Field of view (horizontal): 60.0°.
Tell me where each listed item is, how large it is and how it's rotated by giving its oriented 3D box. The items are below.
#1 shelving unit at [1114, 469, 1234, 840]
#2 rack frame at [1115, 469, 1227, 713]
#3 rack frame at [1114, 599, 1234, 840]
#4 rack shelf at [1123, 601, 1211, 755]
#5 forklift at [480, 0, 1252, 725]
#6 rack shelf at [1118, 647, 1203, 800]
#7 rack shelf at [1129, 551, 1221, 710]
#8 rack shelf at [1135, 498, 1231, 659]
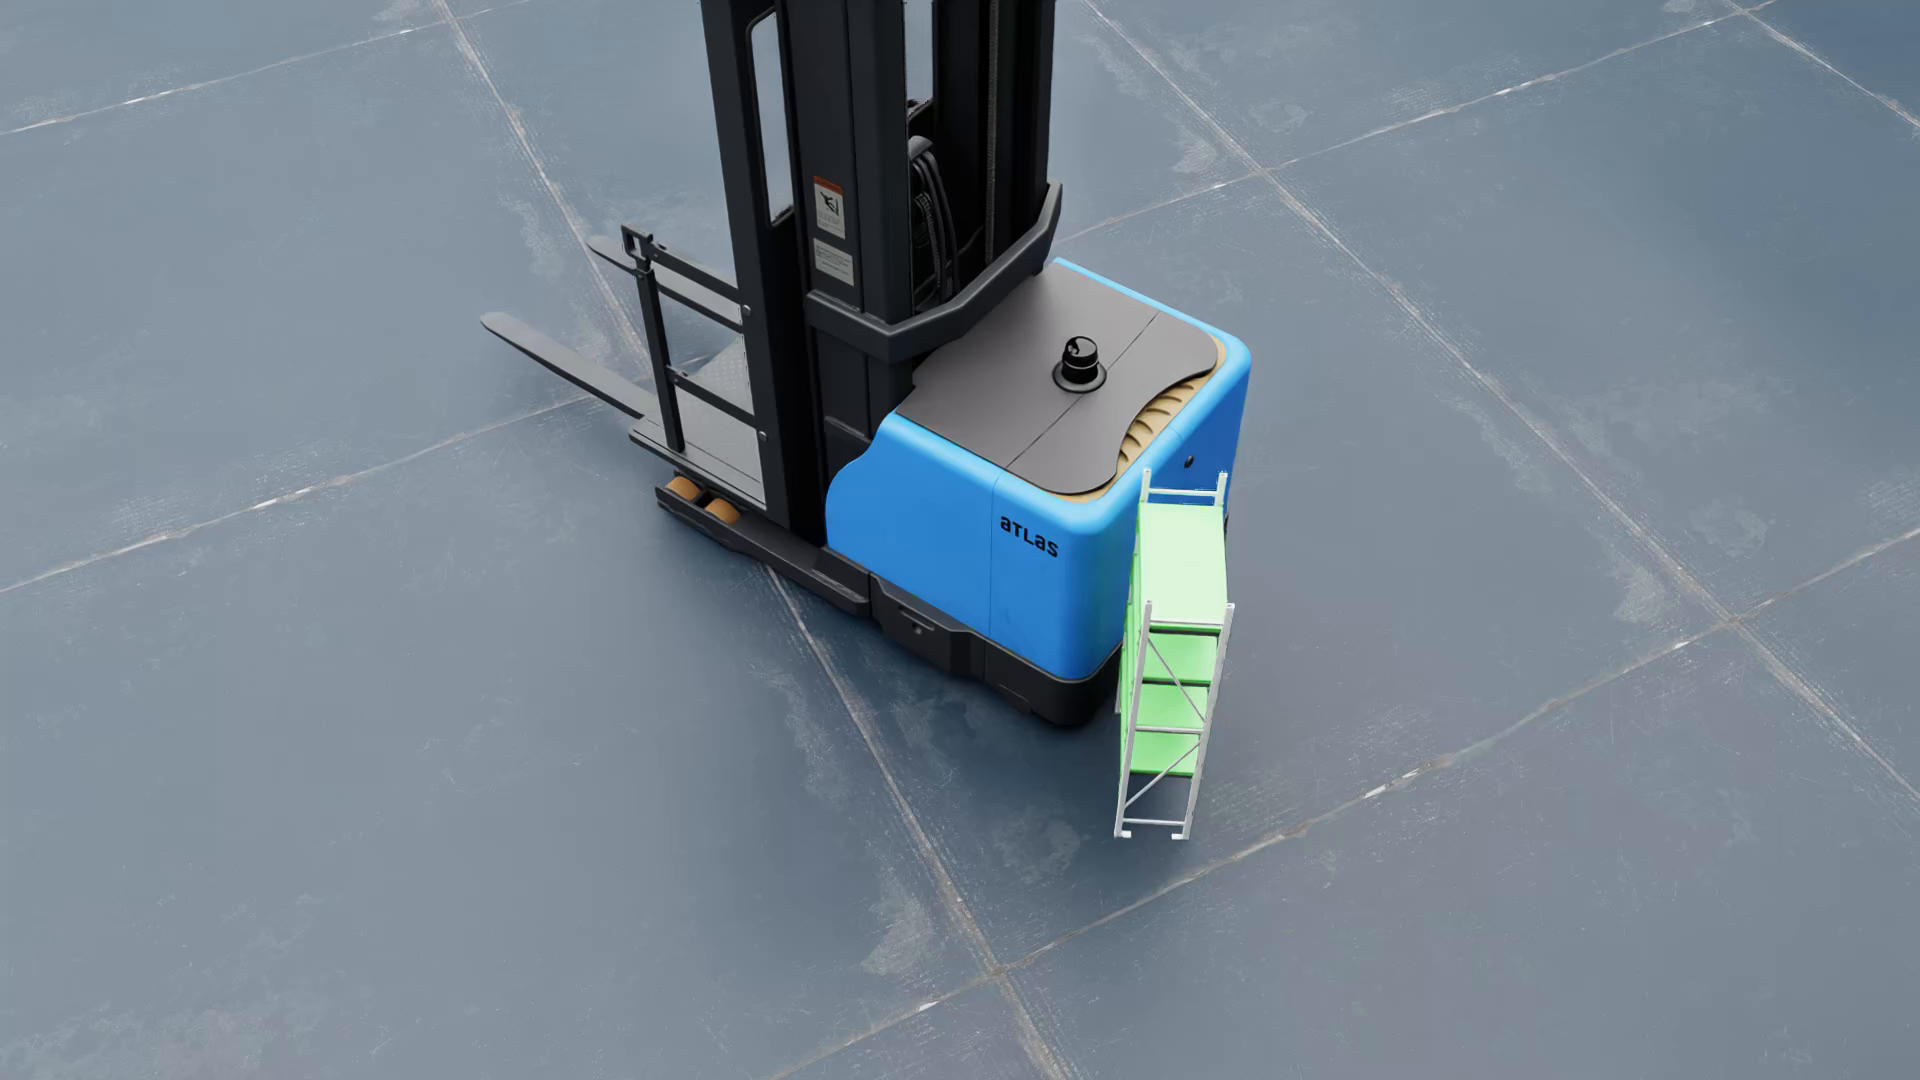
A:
[{"bbox_3d":[0.638,0.384,5.117,0.258,1.200,0.503,3,49,2],"label":"shelving unit"},{"bbox_3d":[0.654,0.201,5.277,0.240,1.200,0.015,3,49,2],"label":"rack frame"},{"bbox_3d":[0.622,0.567,4.957,0.240,1.200,0.015,3,49,2],"label":"rack frame"},{"bbox_3d":[0.638,0.426,5.165,0.258,0.148,0.480,3,49,2],"label":"rack shelf"},{"bbox_3d":[-0.528,-1.249,5.395,3.031,2.935,1.130,29,55,23],"label":"forklift"},{"bbox_3d":[0.638,0.584,5.346,0.258,0.148,0.480,3,49,2],"label":"rack shelf"},{"bbox_3d":[0.638,0.268,4.985,0.258,0.148,0.480,3,49,2],"label":"rack shelf"},{"bbox_3d":[0.638,0.110,4.804,0.258,0.148,0.480,3,49,2],"label":"rack shelf"}]
